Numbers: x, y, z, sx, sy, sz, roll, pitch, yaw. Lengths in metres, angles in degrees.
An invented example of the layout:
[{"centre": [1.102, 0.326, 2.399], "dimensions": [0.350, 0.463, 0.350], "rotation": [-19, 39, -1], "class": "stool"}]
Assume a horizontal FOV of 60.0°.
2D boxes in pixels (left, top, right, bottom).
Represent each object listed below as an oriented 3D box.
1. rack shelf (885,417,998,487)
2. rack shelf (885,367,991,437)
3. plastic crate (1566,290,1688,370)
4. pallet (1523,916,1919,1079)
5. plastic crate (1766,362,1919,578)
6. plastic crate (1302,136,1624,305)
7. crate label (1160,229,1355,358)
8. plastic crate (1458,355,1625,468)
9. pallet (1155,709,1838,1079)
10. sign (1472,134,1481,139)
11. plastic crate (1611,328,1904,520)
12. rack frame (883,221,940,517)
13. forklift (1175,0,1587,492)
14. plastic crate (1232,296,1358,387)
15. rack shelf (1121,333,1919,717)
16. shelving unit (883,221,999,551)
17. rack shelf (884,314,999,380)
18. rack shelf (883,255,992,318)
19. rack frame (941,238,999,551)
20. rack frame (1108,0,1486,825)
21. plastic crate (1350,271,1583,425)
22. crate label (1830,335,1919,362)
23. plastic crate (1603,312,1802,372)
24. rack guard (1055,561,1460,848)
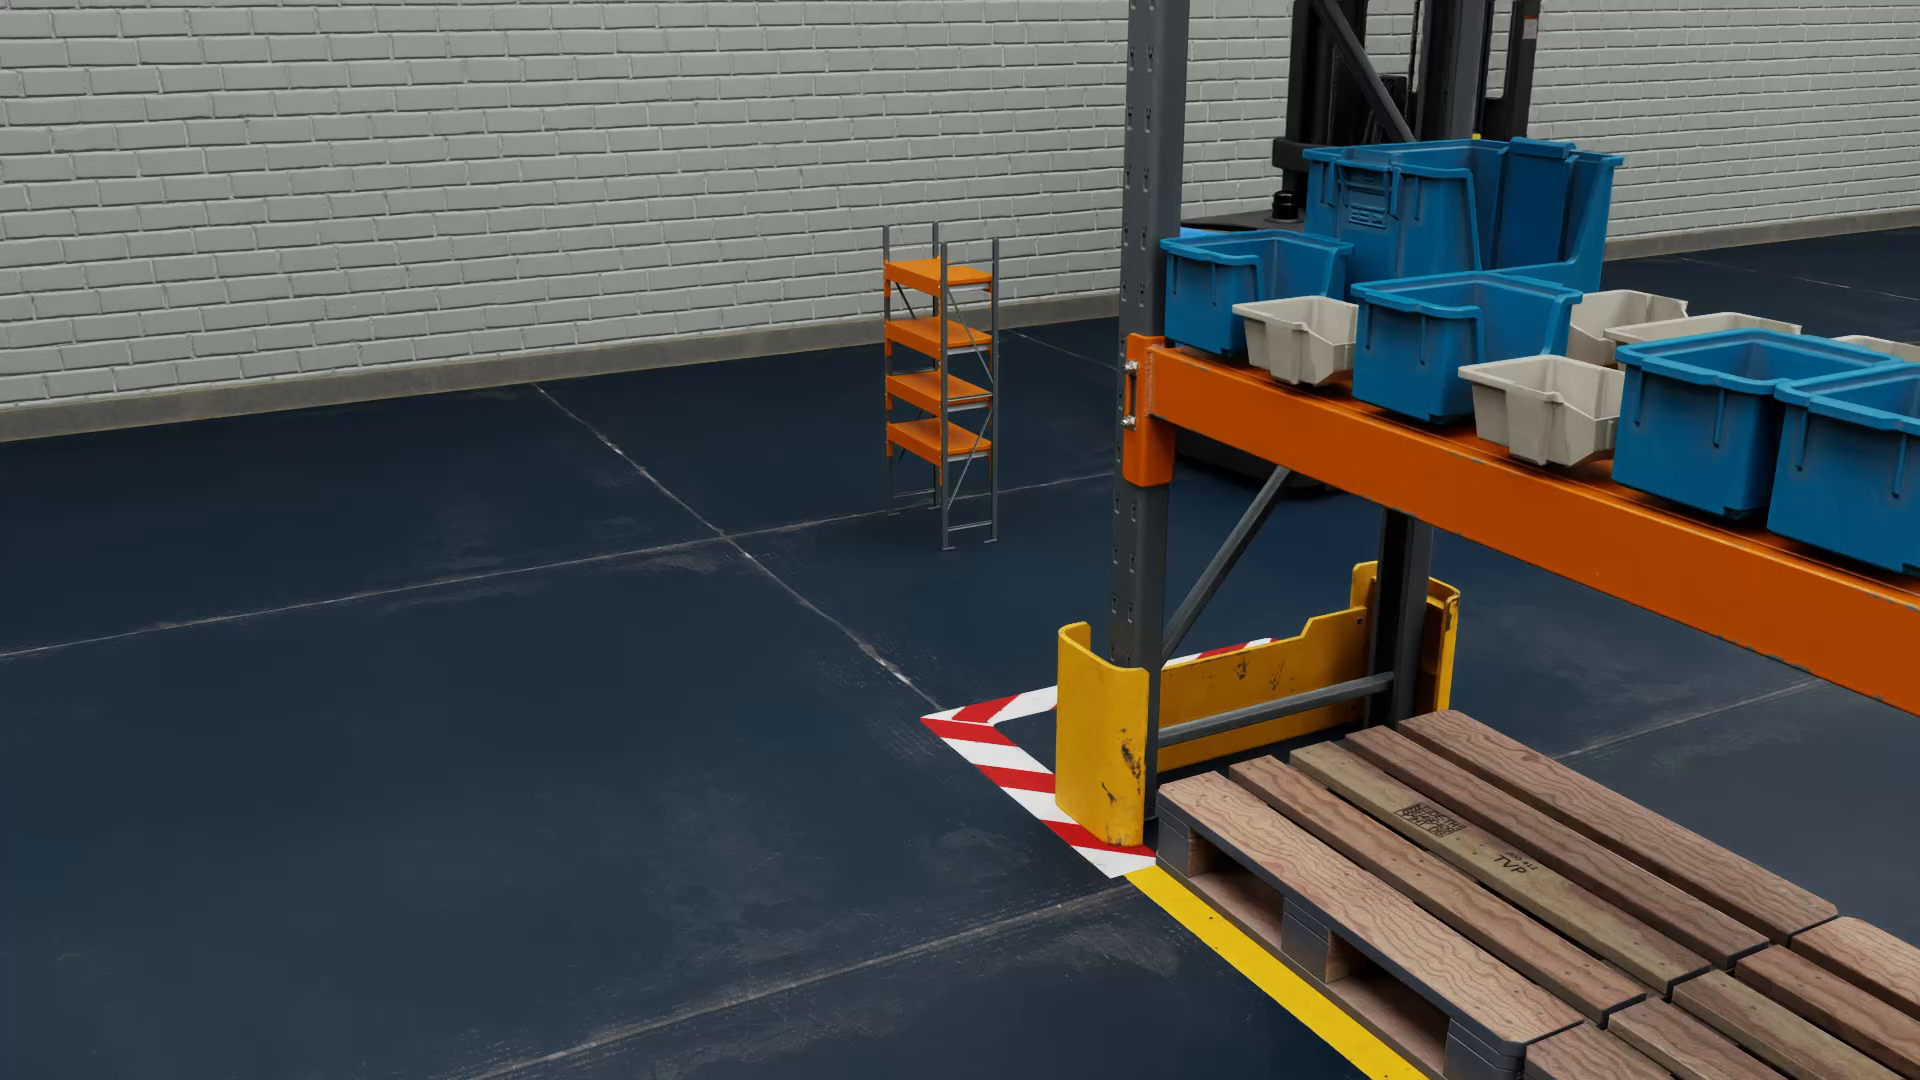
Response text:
[{"centre": [-0.079, -0.363, 6.660], "dimensions": [0.258, 0.148, 0.480], "rotation": [-10, 21, -27], "class": "rack shelf"}, {"centre": [-0.079, -0.551, 6.595], "dimensions": [0.258, 0.148, 0.480], "rotation": [-10, 21, -27], "class": "rack shelf"}, {"centre": [1.402, -0.444, 3.631], "dimensions": [0.396, 0.136, 0.243], "rotation": [-10, 21, -27], "class": "plastic crate"}, {"centre": [1.789, 1.165, 2.933], "dimensions": [1.003, 0.211, 1.213], "rotation": [-10, 21, -27], "class": "pallet"}, {"centre": [1.451, -0.109, 2.515], "dimensions": [0.416, 0.233, 0.300], "rotation": [-10, 21, -27], "class": "plastic crate"}, {"centre": [1.179, -0.724, 3.985], "dimensions": [0.616, 0.435, 0.499], "rotation": [-10, 21, -27], "class": "plastic crate"}, {"centre": [0.683, -0.574, 3.860], "dimensions": [0.416, 0.233, 0.303], "rotation": [-10, 21, -27], "class": "crate label"}, {"centre": [1.085, -0.228, 3.007], "dimensions": [0.250, 0.136, 0.298], "rotation": [-10, 21, -27], "class": "plastic crate"}, {"centre": [1.213, 0.815, 3.947], "dimensions": [1.003, 0.211, 1.213], "rotation": [-10, 21, -27], "class": "pallet"}, {"centre": [1.332, -0.913, 4.429], "dimensions": [0.100, 0.325, 0.005], "rotation": [-10, 21, -27], "class": "sign"}, {"centre": [1.308, -0.196, 2.764], "dimensions": [0.416, 0.233, 0.300], "rotation": [-10, 21, -27], "class": "plastic crate"}, {"centre": [-0.194, -0.685, 6.776], "dimensions": [0.240, 1.200, 0.015], "rotation": [-10, 21, -27], "class": "rack frame"}, {"centre": [2.323, -1.955, 7.803], "dimensions": [3.031, 2.935, 1.130], "rotation": [-13, 23, -34], "class": "forklift"}, {"centre": [0.763, -0.423, 3.571], "dimensions": [0.250, 0.136, 0.298], "rotation": [-10, 21, -27], "class": "plastic crate"}, {"centre": [1.805, 0.168, 2.649], "dimensions": [1.077, 0.370, 4.000], "rotation": [-10, 21, -27], "class": "rack shelf"}, {"centre": [-0.079, -0.615, 6.573], "dimensions": [0.258, 1.200, 0.503], "rotation": [-10, 21, -27], "class": "shelving unit"}, {"centre": [-0.079, -0.763, 6.522], "dimensions": [0.258, 0.148, 0.480], "rotation": [-10, 21, -27], "class": "rack shelf"}, {"centre": [-0.079, -0.986, 6.445], "dimensions": [0.258, 0.148, 0.480], "rotation": [-10, 21, -27], "class": "rack shelf"}, {"centre": [0.037, -0.545, 6.370], "dimensions": [0.240, 1.200, 0.015], "rotation": [-10, 21, -27], "class": "rack frame"}, {"centre": [0.856, -0.746, 4.195], "dimensions": [1.000, 3.000, 0.127], "rotation": [-10, 21, -27], "class": "rack frame"}, {"centre": [0.996, -0.385, 3.312], "dimensions": [0.416, 0.233, 0.300], "rotation": [-10, 21, -27], "class": "plastic crate"}, {"centre": [1.681, -0.282, 3.163], "dimensions": [0.396, 0.136, 0.243], "rotation": [-10, 21, -27], "class": "crate label"}, {"centre": [1.527, -0.358, 3.384], "dimensions": [0.396, 0.136, 0.243], "rotation": [-10, 21, -27], "class": "plastic crate"}, {"centre": [0.833, 0.431, 4.617], "dimensions": [1.175, 0.500, 0.348], "rotation": [-10, 21, -27], "class": "rack guard"}]
